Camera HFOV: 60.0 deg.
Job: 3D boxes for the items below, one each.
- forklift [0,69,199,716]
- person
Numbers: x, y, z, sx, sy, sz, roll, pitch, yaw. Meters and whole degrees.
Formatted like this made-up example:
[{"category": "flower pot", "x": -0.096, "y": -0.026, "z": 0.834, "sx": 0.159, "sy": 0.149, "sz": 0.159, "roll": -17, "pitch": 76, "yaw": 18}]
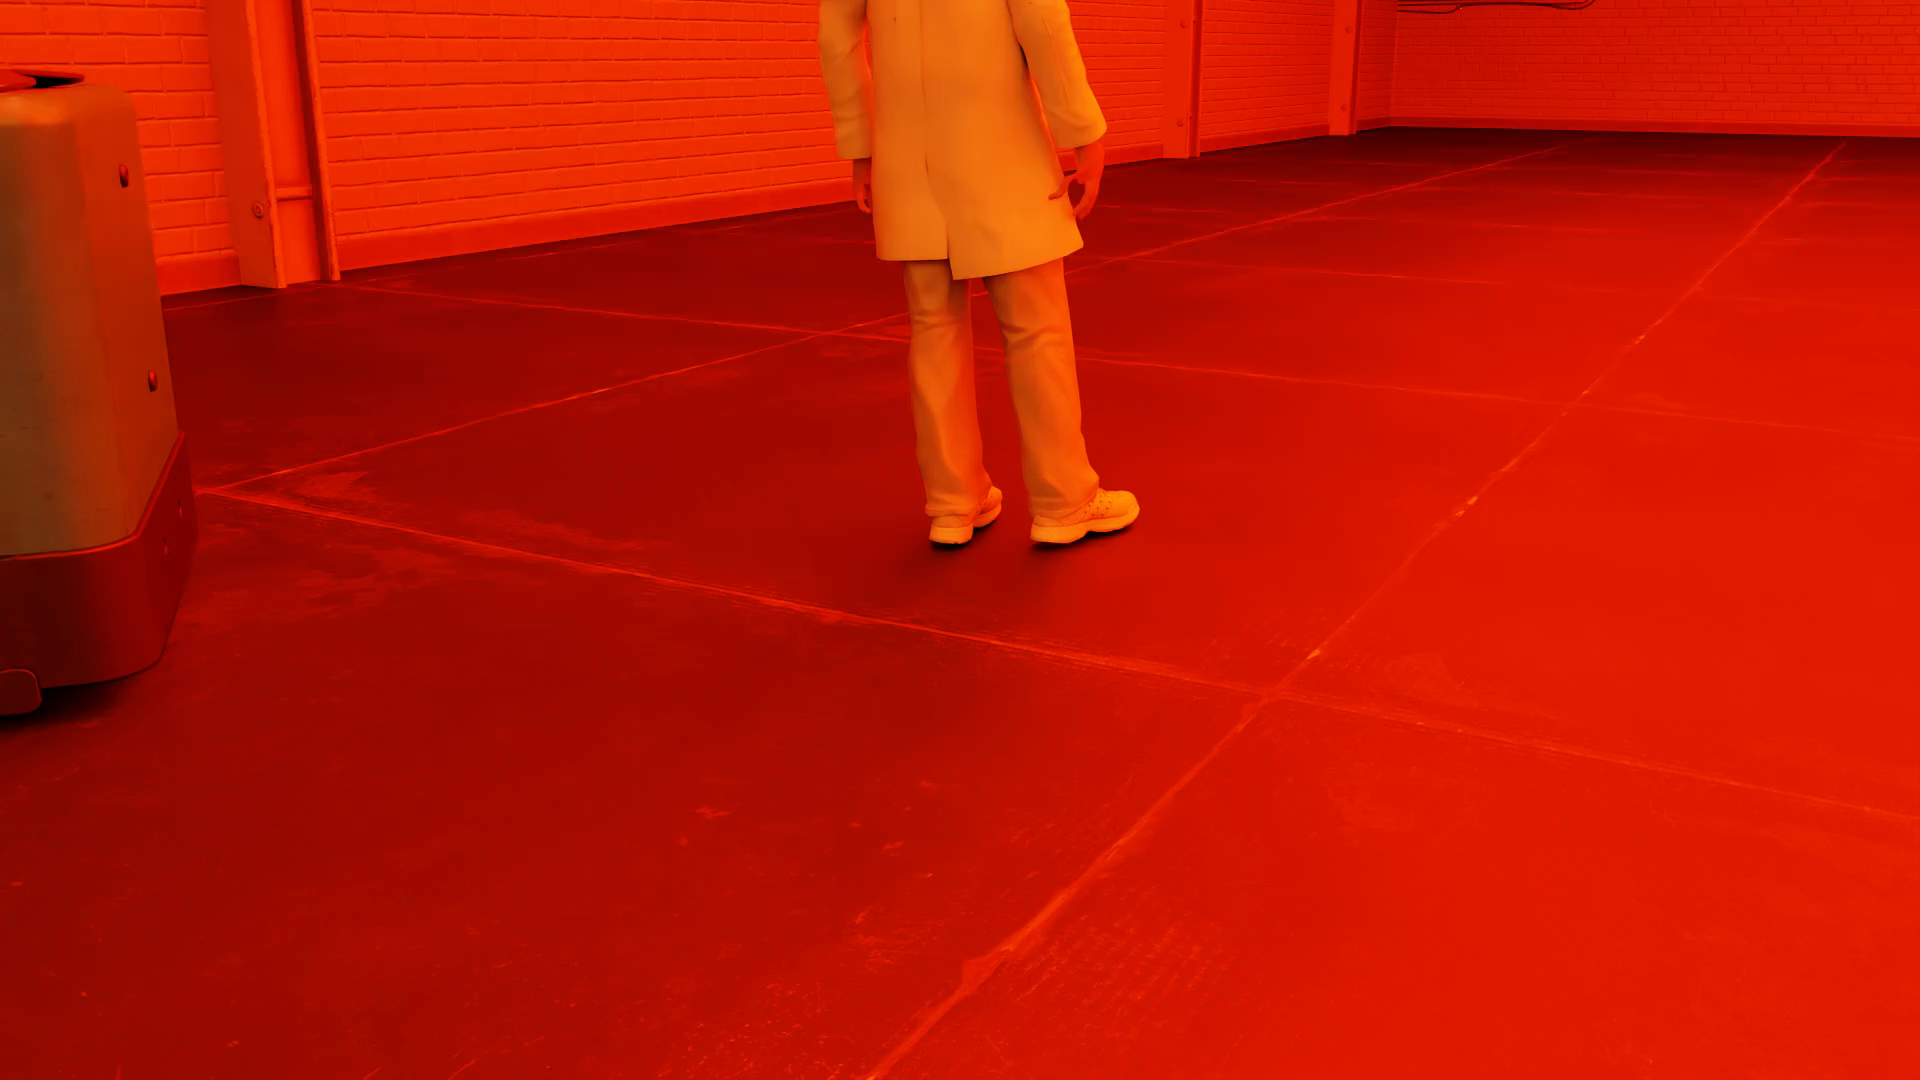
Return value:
[{"category": "forklift", "x": -3.038, "y": -1.092, "z": 2.560, "sx": 3.031, "sy": 2.935, "sz": 1.130, "roll": -6, "pitch": 17, "yaw": -18}, {"category": "person", "x": 0.049, "y": -0.881, "z": 3.861, "sx": 0.694, "sy": 1.775, "sz": 0.581, "roll": 9, "pitch": 19, "yaw": 28}]
